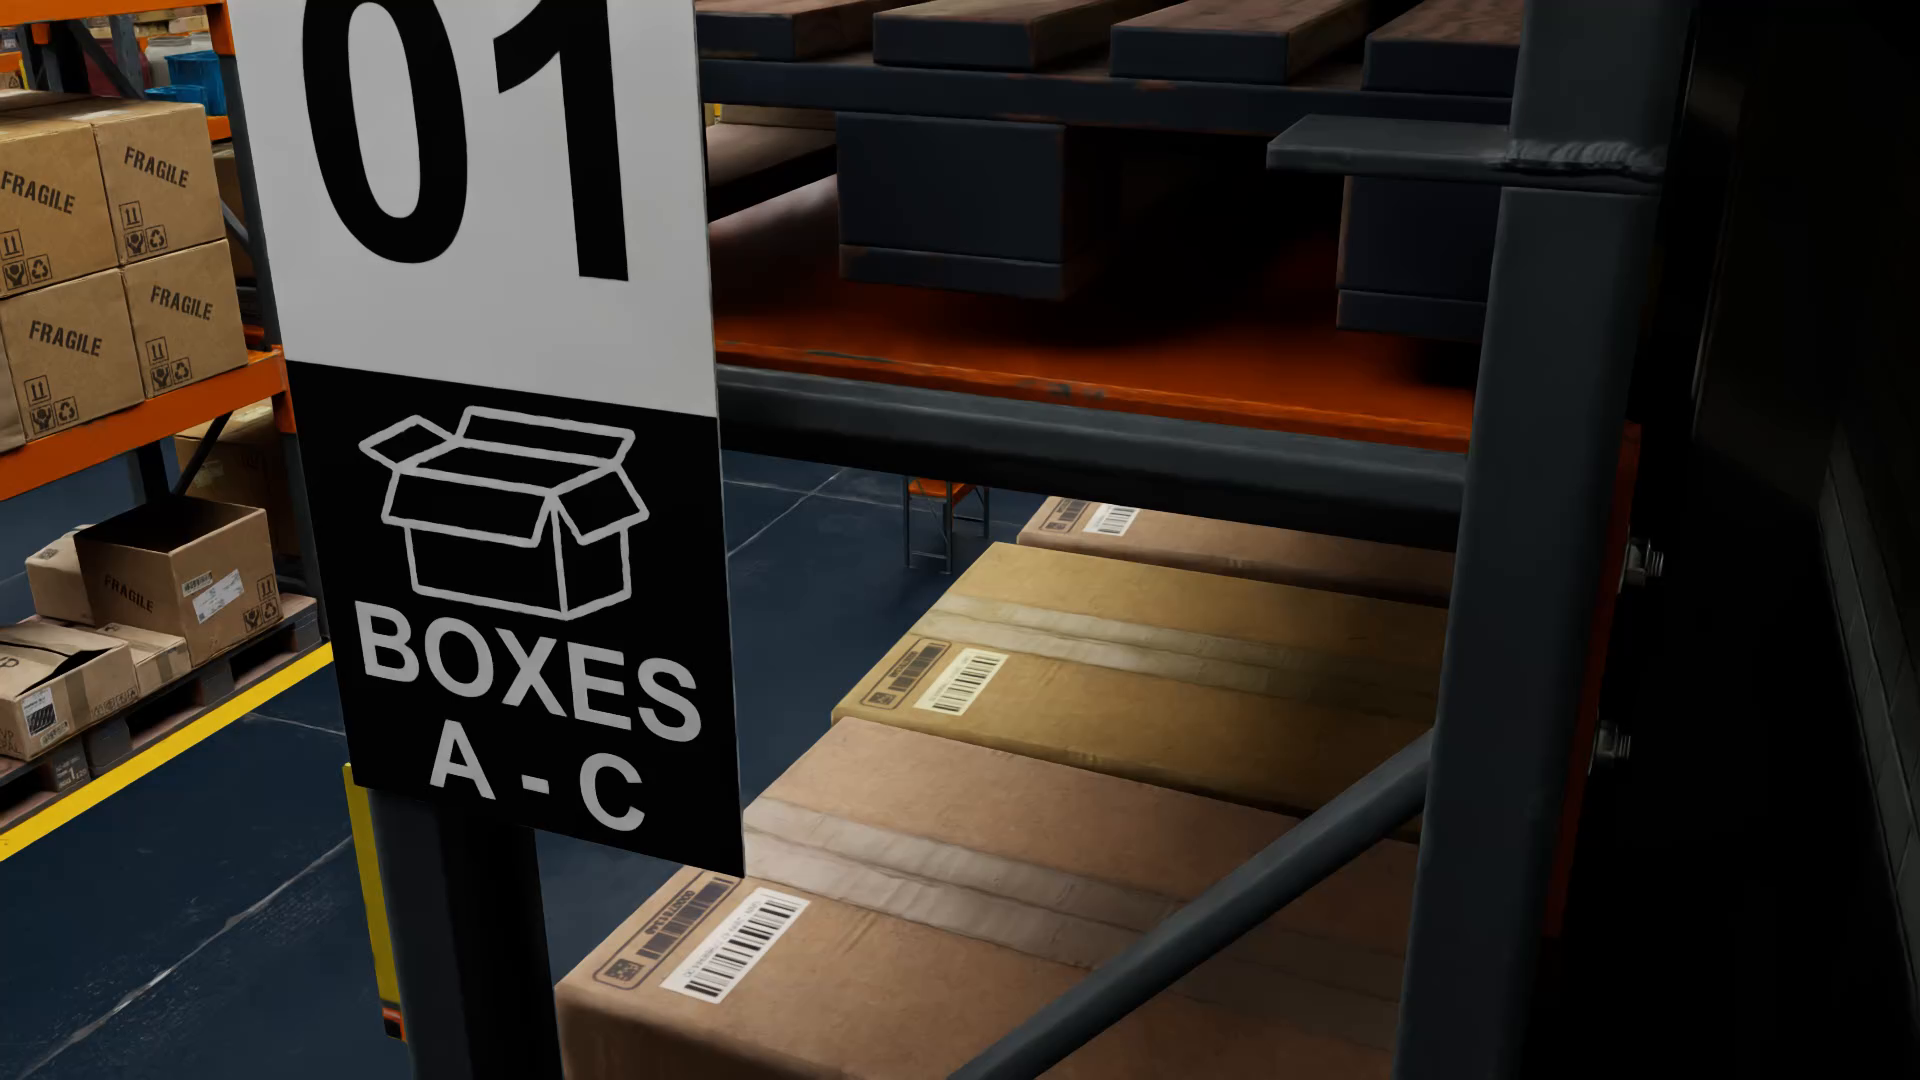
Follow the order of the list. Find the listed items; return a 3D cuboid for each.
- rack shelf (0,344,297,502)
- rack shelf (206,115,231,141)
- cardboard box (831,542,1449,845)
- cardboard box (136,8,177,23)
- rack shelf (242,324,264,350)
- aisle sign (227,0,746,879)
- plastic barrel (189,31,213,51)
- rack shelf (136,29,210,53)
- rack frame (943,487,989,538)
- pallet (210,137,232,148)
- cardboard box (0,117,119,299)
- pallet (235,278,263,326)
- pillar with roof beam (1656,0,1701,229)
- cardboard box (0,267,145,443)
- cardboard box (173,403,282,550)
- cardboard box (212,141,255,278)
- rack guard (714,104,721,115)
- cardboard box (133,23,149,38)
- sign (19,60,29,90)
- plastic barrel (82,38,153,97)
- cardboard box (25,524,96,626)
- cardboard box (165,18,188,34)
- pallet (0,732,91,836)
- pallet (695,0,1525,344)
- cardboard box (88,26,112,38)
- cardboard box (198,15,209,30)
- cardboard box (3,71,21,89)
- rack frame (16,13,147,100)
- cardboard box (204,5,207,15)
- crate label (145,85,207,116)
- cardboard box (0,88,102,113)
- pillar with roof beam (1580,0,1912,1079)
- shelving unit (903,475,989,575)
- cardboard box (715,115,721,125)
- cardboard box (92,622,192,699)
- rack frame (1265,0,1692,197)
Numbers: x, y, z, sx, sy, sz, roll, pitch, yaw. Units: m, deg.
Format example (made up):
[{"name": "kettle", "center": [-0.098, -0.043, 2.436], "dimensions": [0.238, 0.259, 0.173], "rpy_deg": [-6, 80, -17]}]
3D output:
[{"name": "rack shelf", "center": [-3.910, 0.008, 5.273], "dimensions": [1.077, 0.370, 4.000], "rpy_deg": [9, 24, 20]}, {"name": "rack shelf", "center": [-5.536, -3.565, 13.827], "dimensions": [1.077, 0.370, 4.000], "rpy_deg": [9, 24, 20]}, {"name": "cardboard box", "center": [0.388, 0.515, 2.736], "dimensions": [0.980, 0.700, 0.700], "rpy_deg": [9, 24, 20]}, {"name": "cardboard box", "center": [-8.948, -5.832, 17.804], "dimensions": [0.875, 0.500, 0.500], "rpy_deg": [9, 24, 20]}, {"name": "rack shelf", "center": [-2.424, -1.424, 8.700], "dimensions": [1.077, 0.370, 4.000], "rpy_deg": [9, 24, 20]}, {"name": "aisle sign", "center": [-0.357, -0.117, 1.266], "dimensions": [0.394, 0.787, 0.004], "rpy_deg": [9, 24, 20]}, {"name": "plastic barrel", "center": [-5.938, -3.783, 13.269], "dimensions": [0.421, 0.512, 0.421], "rpy_deg": [0, 23, 0]}, {"name": "rack shelf", "center": [-8.648, -5.706, 18.952], "dimensions": [1.077, 0.370, 4.000], "rpy_deg": [9, 24, 20]}, {"name": "rack frame", "center": [0.029, -0.582, 8.086], "dimensions": [0.240, 1.200, 0.015], "rpy_deg": [9, 24, 20]}, {"name": "pallet", "center": [-8.723, -4.719, 19.274], "dimensions": [1.003, 0.211, 1.213], "rpy_deg": [9, 24, 20]}, {"name": "cardboard box", "center": [-3.302, -1.146, 5.674], "dimensions": [0.500, 0.500, 0.500], "rpy_deg": [8, 24, 19]}, {"name": "pallet", "center": [-2.769, -1.222, 7.532], "dimensions": [1.003, 0.211, 1.213], "rpy_deg": [9, 24, 20]}, {"name": "pillar with roof beam", "center": [2.437, -7.636, 14.857], "dimensions": [9.100, 9.000, 0.400], "rpy_deg": [9, 24, 20]}, {"name": "cardboard box", "center": [-3.304, -0.686, 5.870], "dimensions": [0.500, 0.500, 0.500], "rpy_deg": [9, 24, 22]}, {"name": "cardboard box", "center": [-3.250, -0.307, 7.766], "dimensions": [0.500, 0.500, 0.500], "rpy_deg": [9, 24, 20]}, {"name": "cardboard box", "center": [-2.783, -1.417, 7.077], "dimensions": [0.700, 0.500, 0.500], "rpy_deg": [1, 23, 2]}, {"name": "rack guard", "center": [-3.292, -4.857, 19.230], "dimensions": [1.175, 0.500, 0.348], "rpy_deg": [9, 24, 20]}, {"name": "cardboard box", "center": [-8.860, -5.421, 17.663], "dimensions": [0.380, 0.149, 0.250], "rpy_deg": [9, 24, 20]}, {"name": "sign", "center": [-6.792, -3.333, 12.126], "dimensions": [0.100, 0.325, 0.005], "rpy_deg": [9, 24, 20]}, {"name": "plastic barrel", "center": [-6.387, -3.454, 12.451], "dimensions": [0.600, 0.536, 0.708], "rpy_deg": [9, 24, 20]}, {"name": "cardboard box", "center": [-3.524, 0.117, 6.996], "dimensions": [0.500, 0.311, 0.500], "rpy_deg": [9, 24, 20]}, {"name": "cardboard box", "center": [-8.645, -5.596, 18.080], "dimensions": [0.380, 0.149, 0.250], "rpy_deg": [9, 24, 20]}, {"name": "pallet", "center": [-3.874, 0.931, 5.748], "dimensions": [1.003, 0.211, 1.213], "rpy_deg": [9, 24, 20]}, {"name": "pallet", "center": [0.214, -0.511, 1.804], "dimensions": [1.003, 0.211, 1.213], "rpy_deg": [9, 24, 20]}, {"name": "cardboard box", "center": [-9.032, -5.240, 17.229], "dimensions": [0.380, 0.149, 0.250], "rpy_deg": [9, 24, 20]}, {"name": "cardboard box", "center": [-8.487, -5.779, 18.519], "dimensions": [0.380, 0.149, 0.250], "rpy_deg": [9, 24, 20]}, {"name": "cardboard box", "center": [-12.664, -6.461, 22.038], "dimensions": [0.875, 0.875, 0.875], "rpy_deg": [9, 24, 20]}, {"name": "rack frame", "center": [-6.279, -3.182, 11.975], "dimensions": [1.000, 3.000, 0.127], "rpy_deg": [9, 24, 20]}, {"name": "cardboard box", "center": [-8.632, -6.198, 18.681], "dimensions": [0.875, 0.500, 0.500], "rpy_deg": [9, 24, 20]}, {"name": "crate label", "center": [-5.774, -3.202, 12.240], "dimensions": [0.303, 0.233, 0.416], "rpy_deg": [9, 24, 20]}, {"name": "cardboard box", "center": [-3.603, -1.419, 6.328], "dimensions": [0.500, 0.500, 0.500], "rpy_deg": [9, 24, 21]}, {"name": "pillar with roof beam", "center": [-2.020, -3.342, 4.576], "dimensions": [9.100, 9.000, 0.400], "rpy_deg": [9, 24, 20]}, {"name": "shelving unit", "center": [-0.061, -0.494, 7.877], "dimensions": [0.258, 1.200, 0.503], "rpy_deg": [9, 24, 20]}, {"name": "cardboard box", "center": [-1.505, -2.554, 10.588], "dimensions": [0.500, 0.311, 0.500], "rpy_deg": [10, 25, 23]}, {"name": "cardboard box", "center": [-3.199, 0.460, 6.385], "dimensions": [0.380, 0.149, 0.250], "rpy_deg": [9, 24, 20]}, {"name": "rack frame", "center": [-0.052, -1.669, 0.570], "dimensions": [1.000, 3.000, 0.127], "rpy_deg": [9, 24, 20]}]
